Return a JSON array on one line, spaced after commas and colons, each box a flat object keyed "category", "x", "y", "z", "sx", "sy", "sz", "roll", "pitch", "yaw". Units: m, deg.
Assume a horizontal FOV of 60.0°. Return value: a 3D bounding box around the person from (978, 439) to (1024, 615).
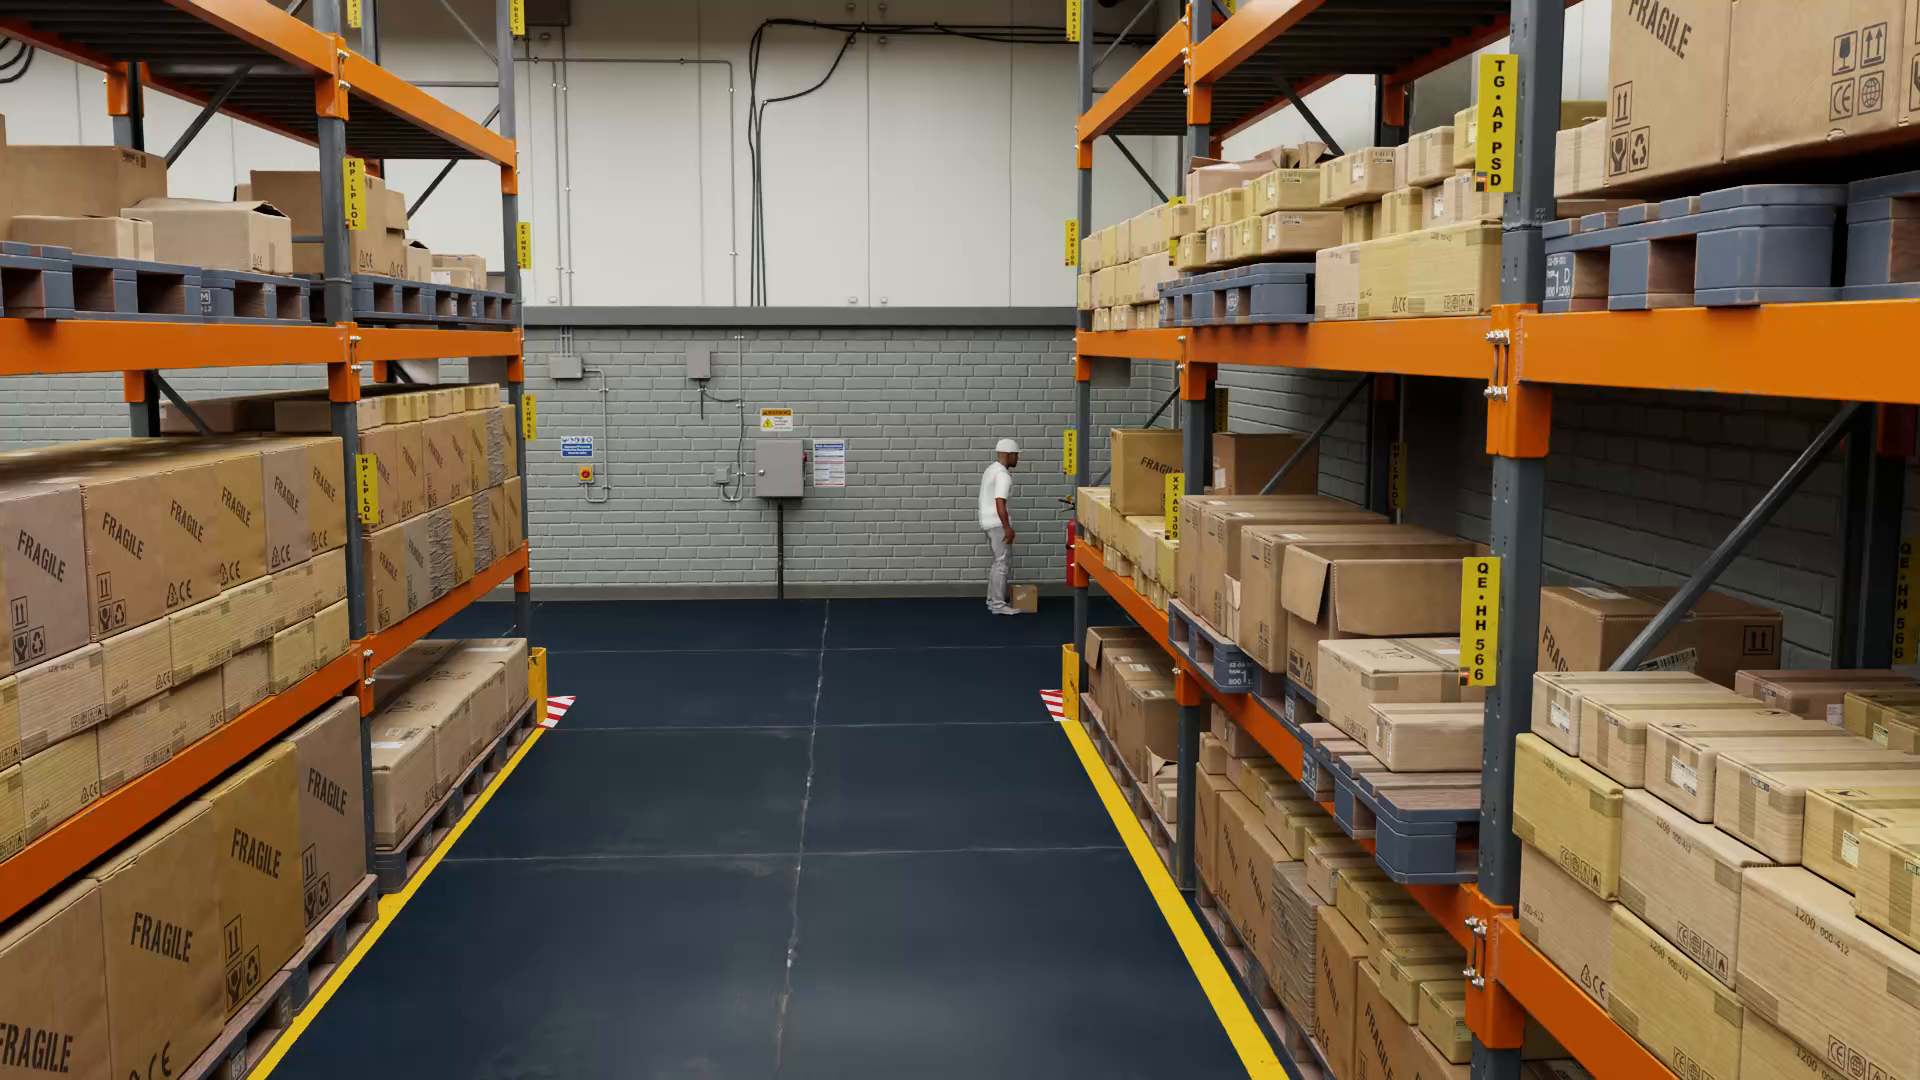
[{"category": "person", "x": 0.423, "y": -0.145, "z": 16.881, "sx": 0.454, "sy": 1.761, "sz": 0.636, "roll": -1, "pitch": 7, "yaw": -7}]
